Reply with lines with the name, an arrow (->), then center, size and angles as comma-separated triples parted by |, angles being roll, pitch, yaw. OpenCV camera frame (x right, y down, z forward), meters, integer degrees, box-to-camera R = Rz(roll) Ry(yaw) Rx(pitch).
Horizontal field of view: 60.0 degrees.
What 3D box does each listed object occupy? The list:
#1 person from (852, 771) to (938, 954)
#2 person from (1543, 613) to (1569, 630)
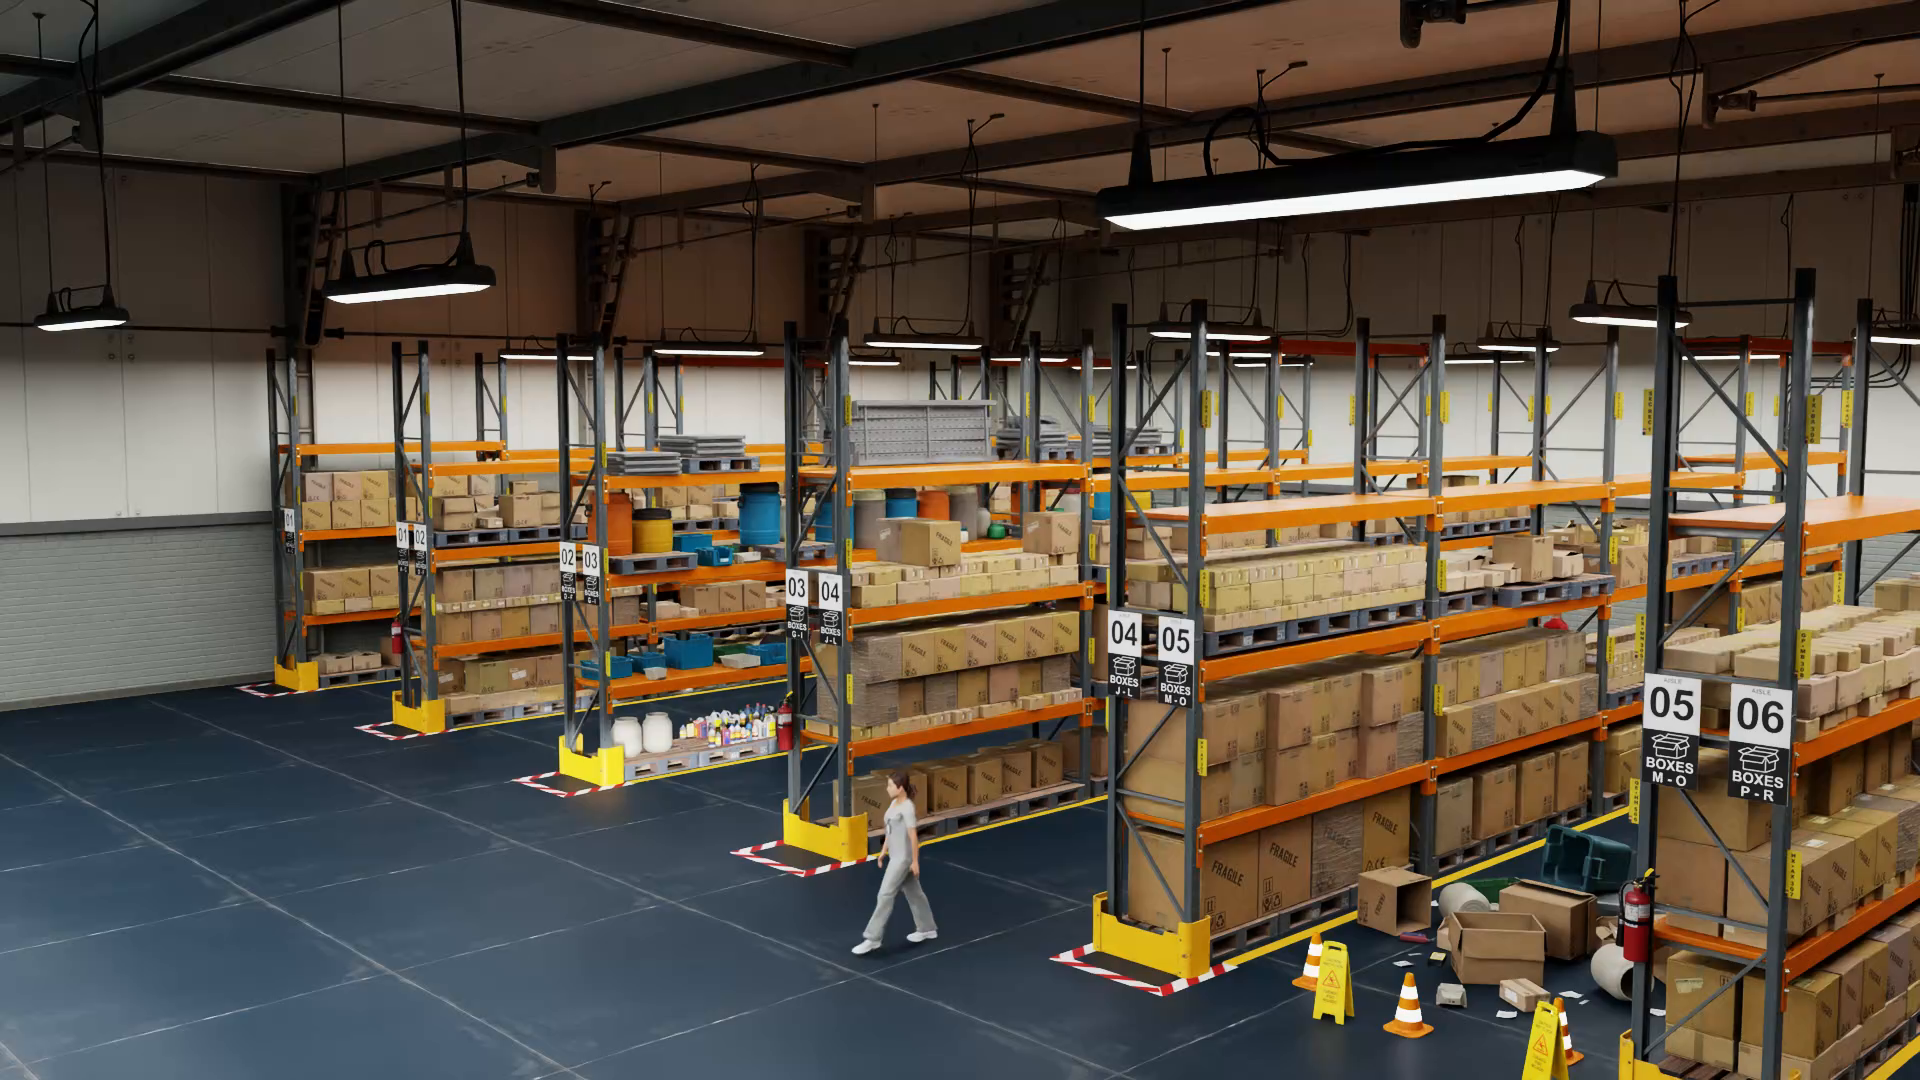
person -> -0.624, 2.977, 15.572 | 0.871, 1.638, 0.504 | -1, 5, -14
person -> 9.747, 1.944, 27.245 | 0.517, 1.722, 0.597 | -2, 6, -26
